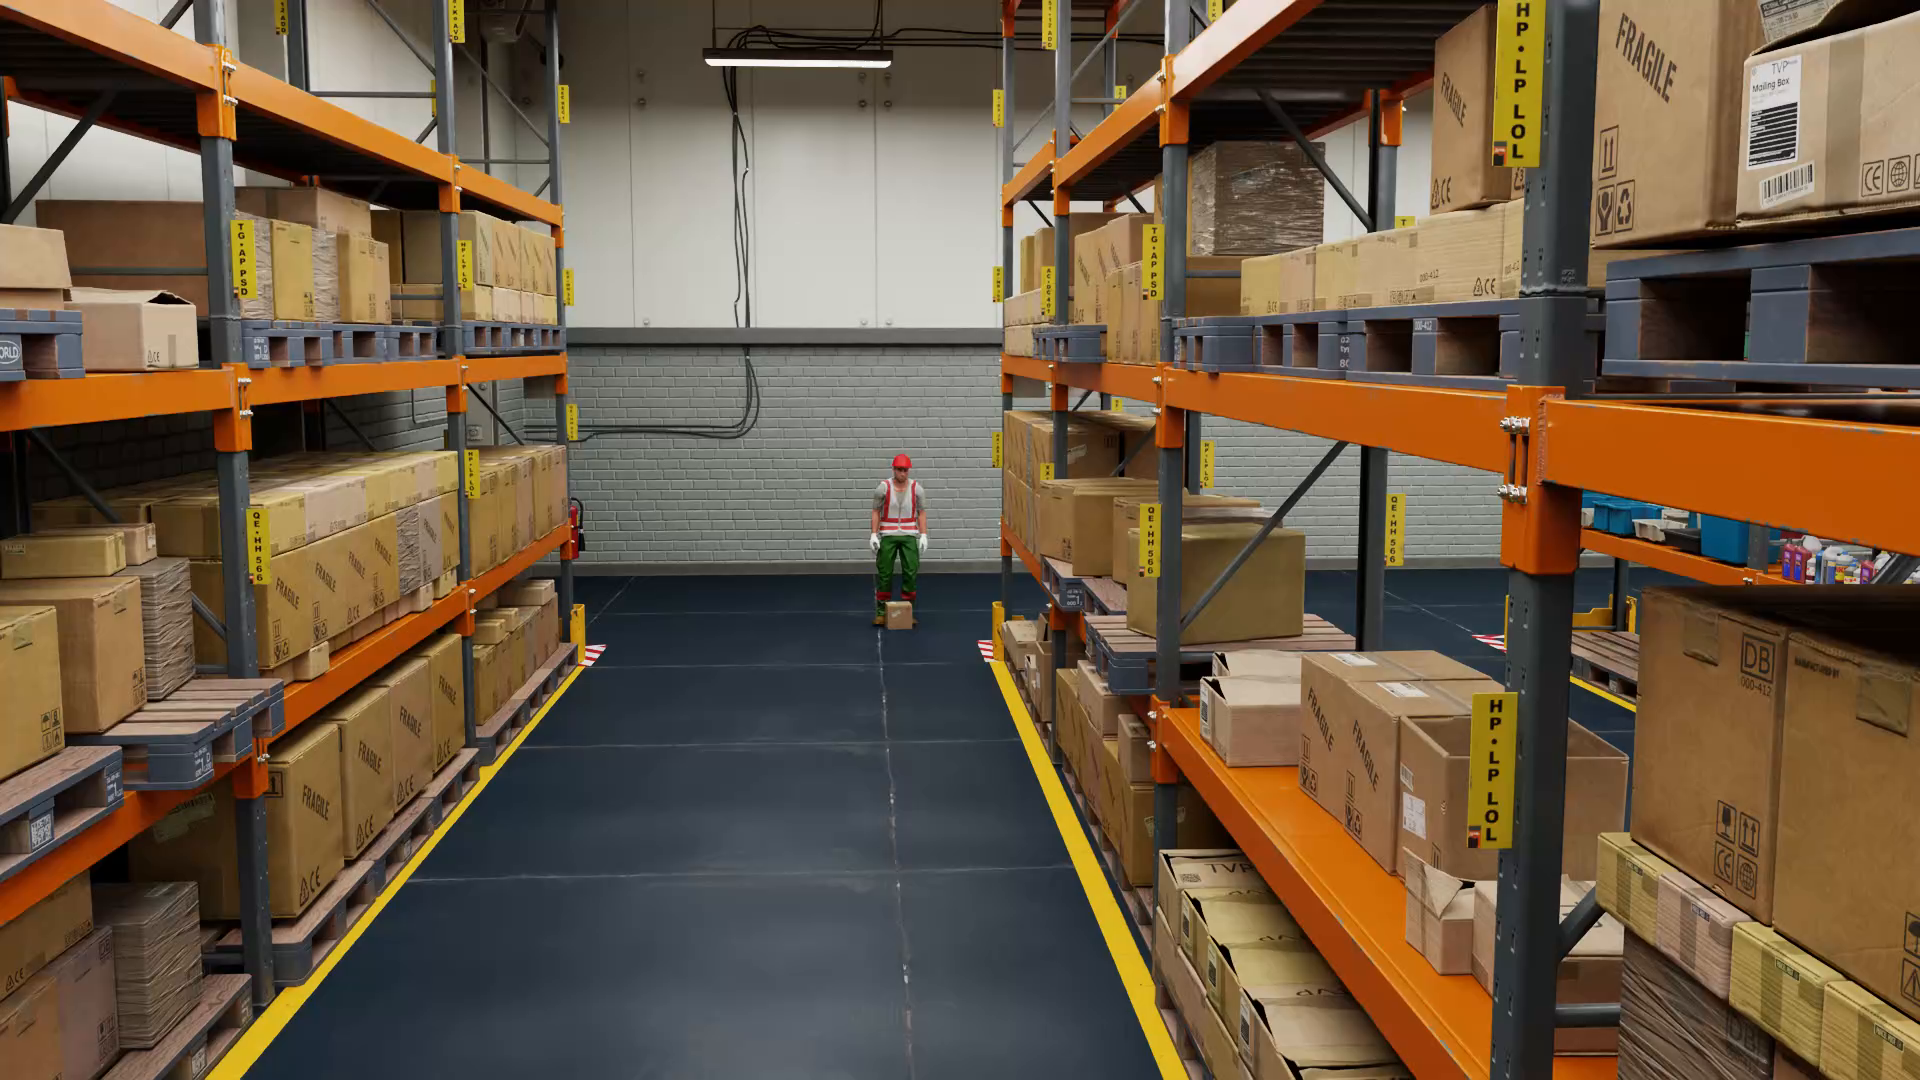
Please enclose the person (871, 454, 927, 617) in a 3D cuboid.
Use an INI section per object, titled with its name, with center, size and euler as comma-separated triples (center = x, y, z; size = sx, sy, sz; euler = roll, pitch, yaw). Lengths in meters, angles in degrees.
[person]
center = -0.630, -0.036, 17.236
size = 0.582, 1.720, 0.451
euler = -1, 7, -7
